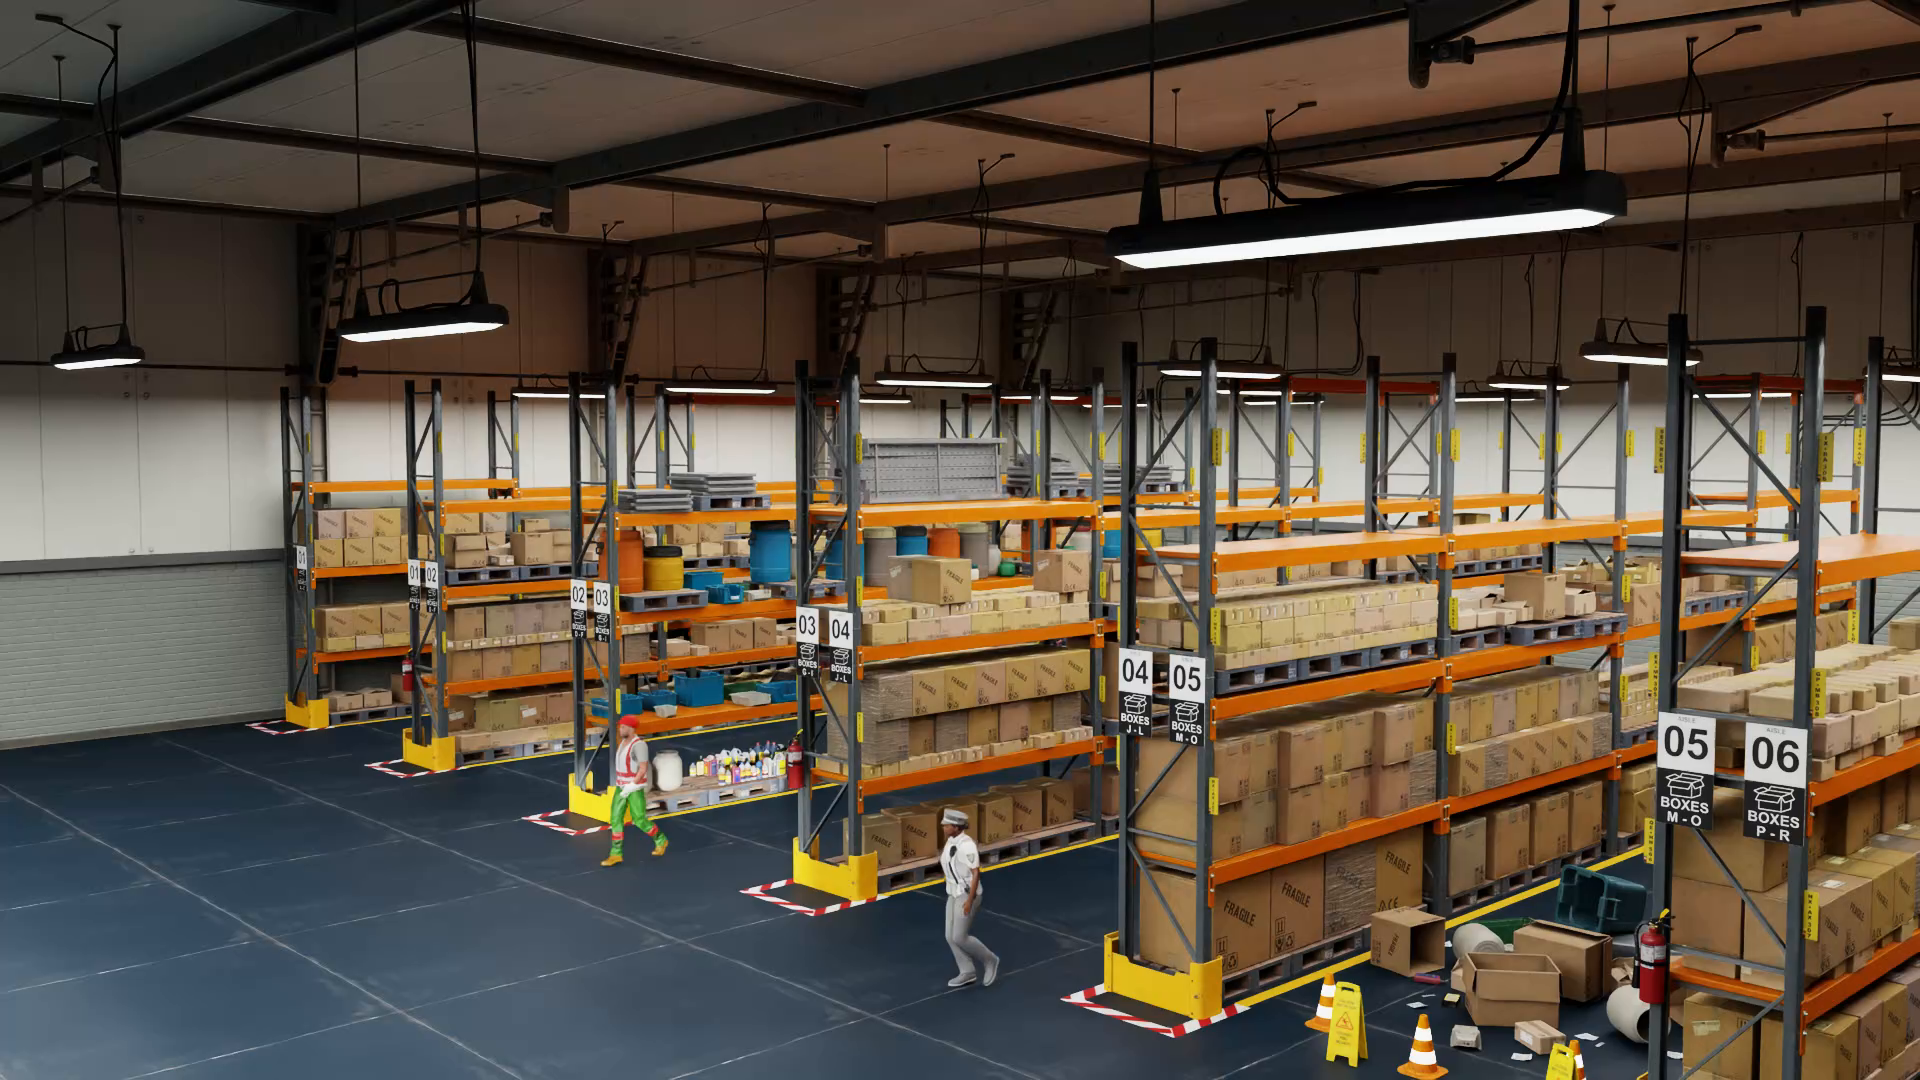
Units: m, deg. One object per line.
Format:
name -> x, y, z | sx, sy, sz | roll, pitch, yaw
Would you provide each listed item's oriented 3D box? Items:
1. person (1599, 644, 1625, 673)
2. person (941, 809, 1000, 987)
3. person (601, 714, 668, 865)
person -> 10.772, 2.500, 27.664 | 1.034, 1.724, 0.554 | -3, 5, -42
person -> 0.074, 3.351, 15.625 | 0.480, 1.646, 0.522 | -2, 4, -24
person -> -3.932, 2.989, 20.039 | 0.858, 1.783, 0.645 | -3, 5, -43
